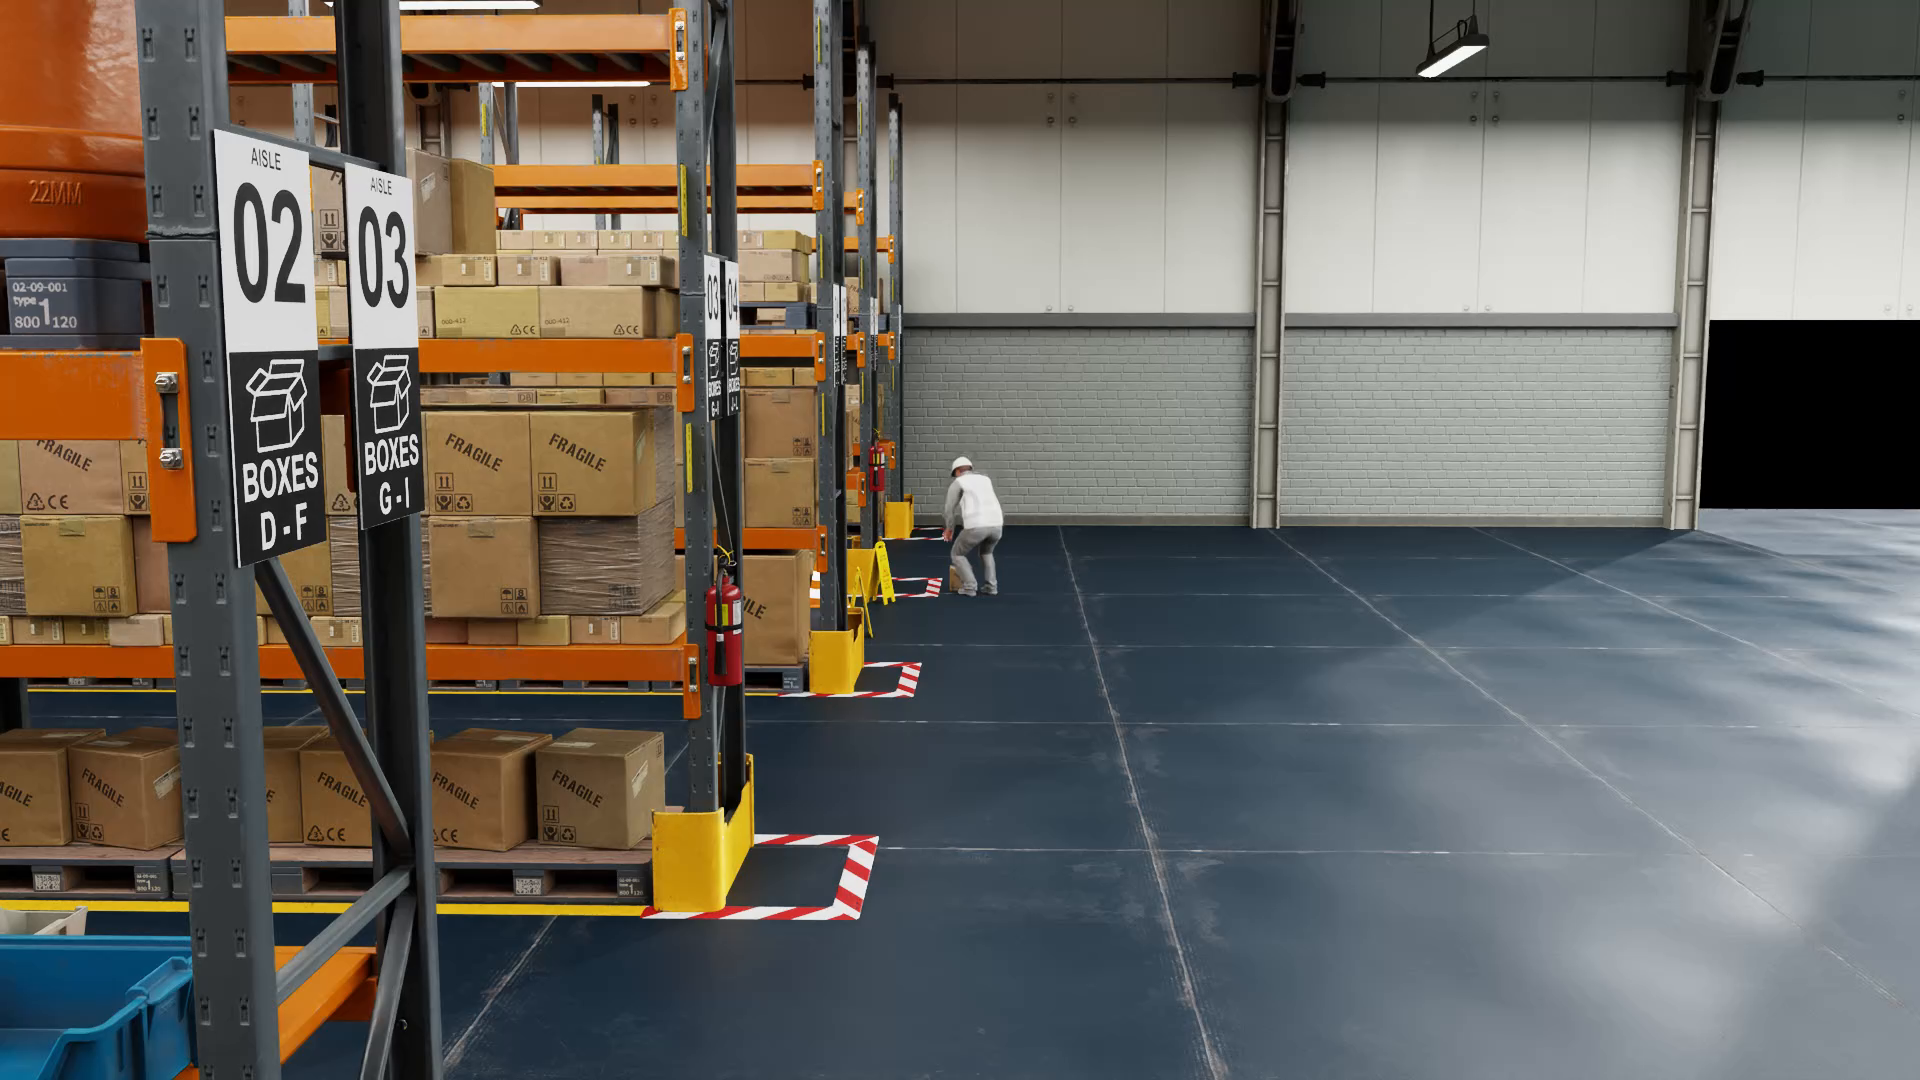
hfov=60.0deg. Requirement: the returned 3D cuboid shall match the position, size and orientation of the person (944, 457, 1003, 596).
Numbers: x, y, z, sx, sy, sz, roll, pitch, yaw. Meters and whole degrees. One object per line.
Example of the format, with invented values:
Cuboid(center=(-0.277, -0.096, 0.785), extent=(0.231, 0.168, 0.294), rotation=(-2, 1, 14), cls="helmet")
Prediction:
Cuboid(center=(0.132, -0.147, 18.037), extent=(0.591, 1.478, 0.734), rotation=(-3, 8, -26), cls="person")
